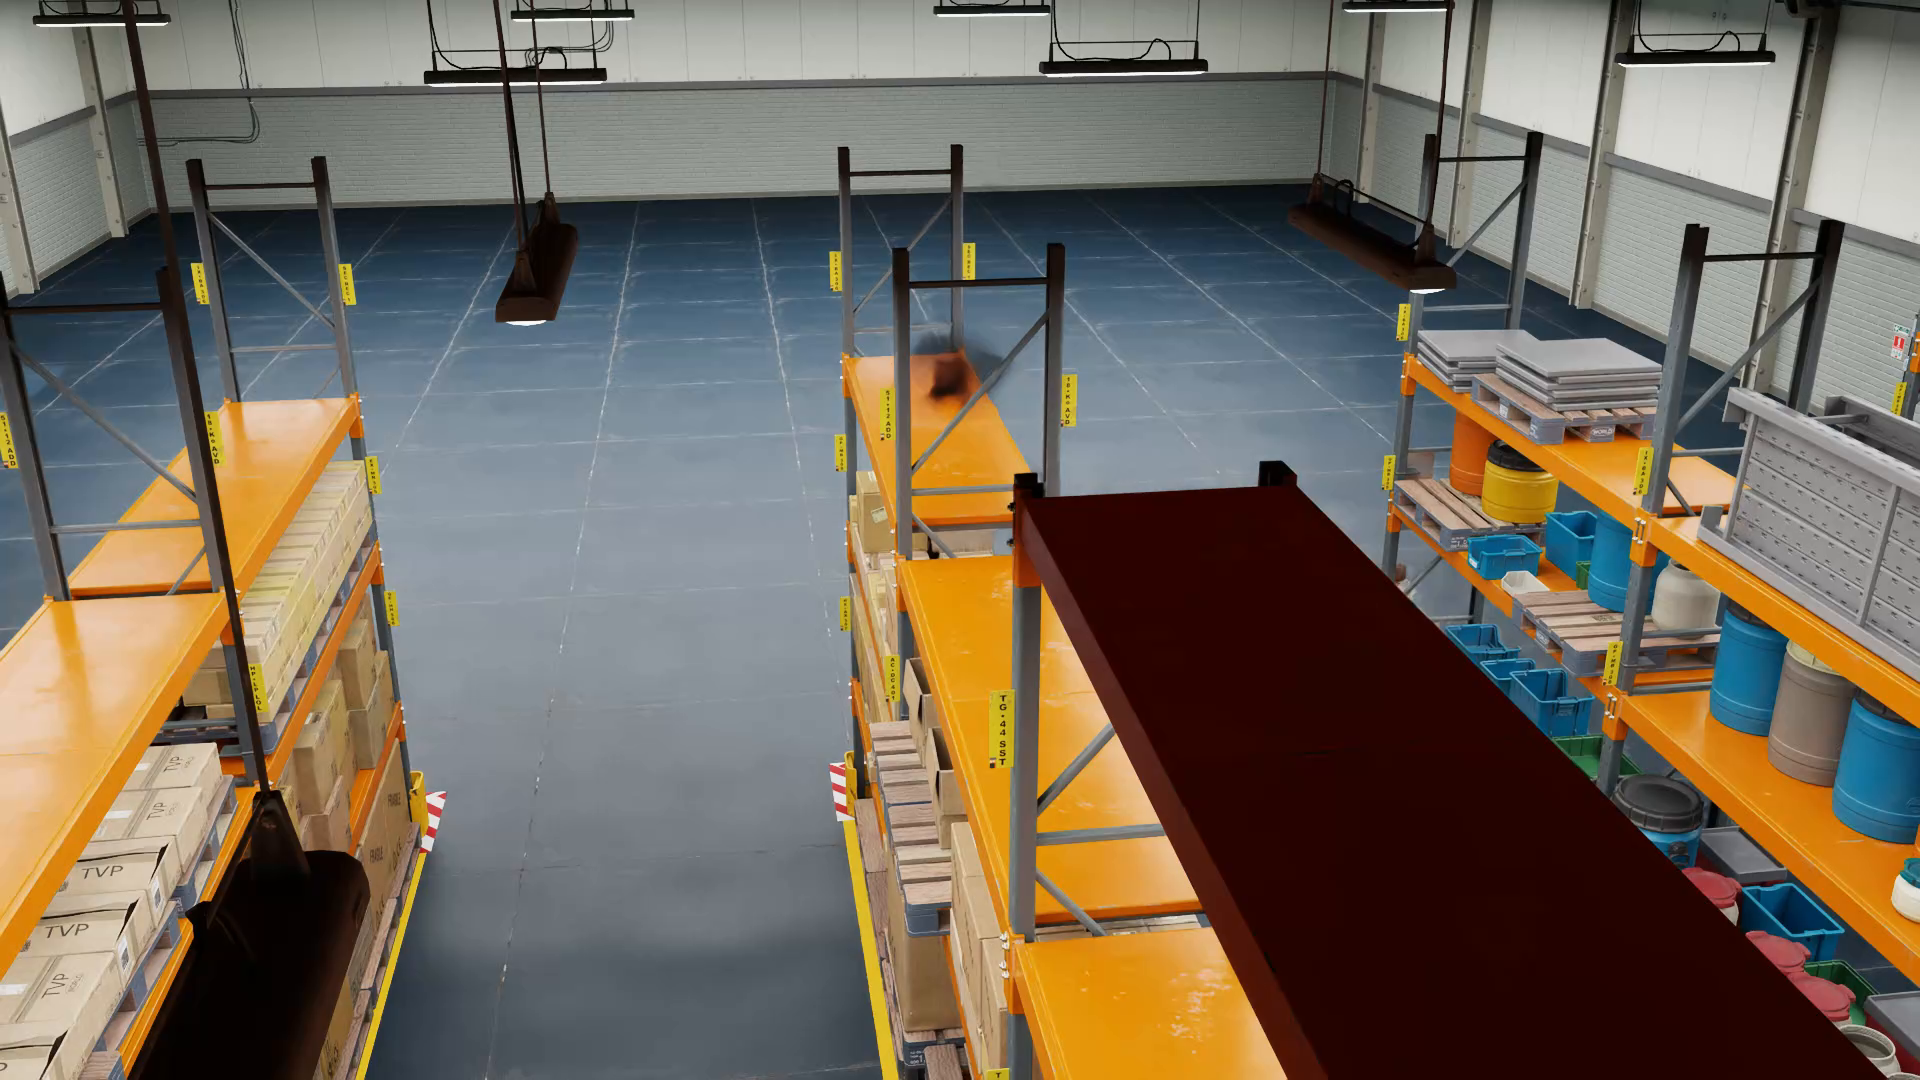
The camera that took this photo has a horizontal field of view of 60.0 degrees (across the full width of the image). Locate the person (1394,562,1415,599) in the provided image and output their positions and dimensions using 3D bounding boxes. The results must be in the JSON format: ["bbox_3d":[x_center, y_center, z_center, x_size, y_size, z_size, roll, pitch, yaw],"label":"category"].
[{"bbox_3d":[4.540,0.900,17.324,0.522,1.503,0.584,8,23,20],"label":"person"}]
